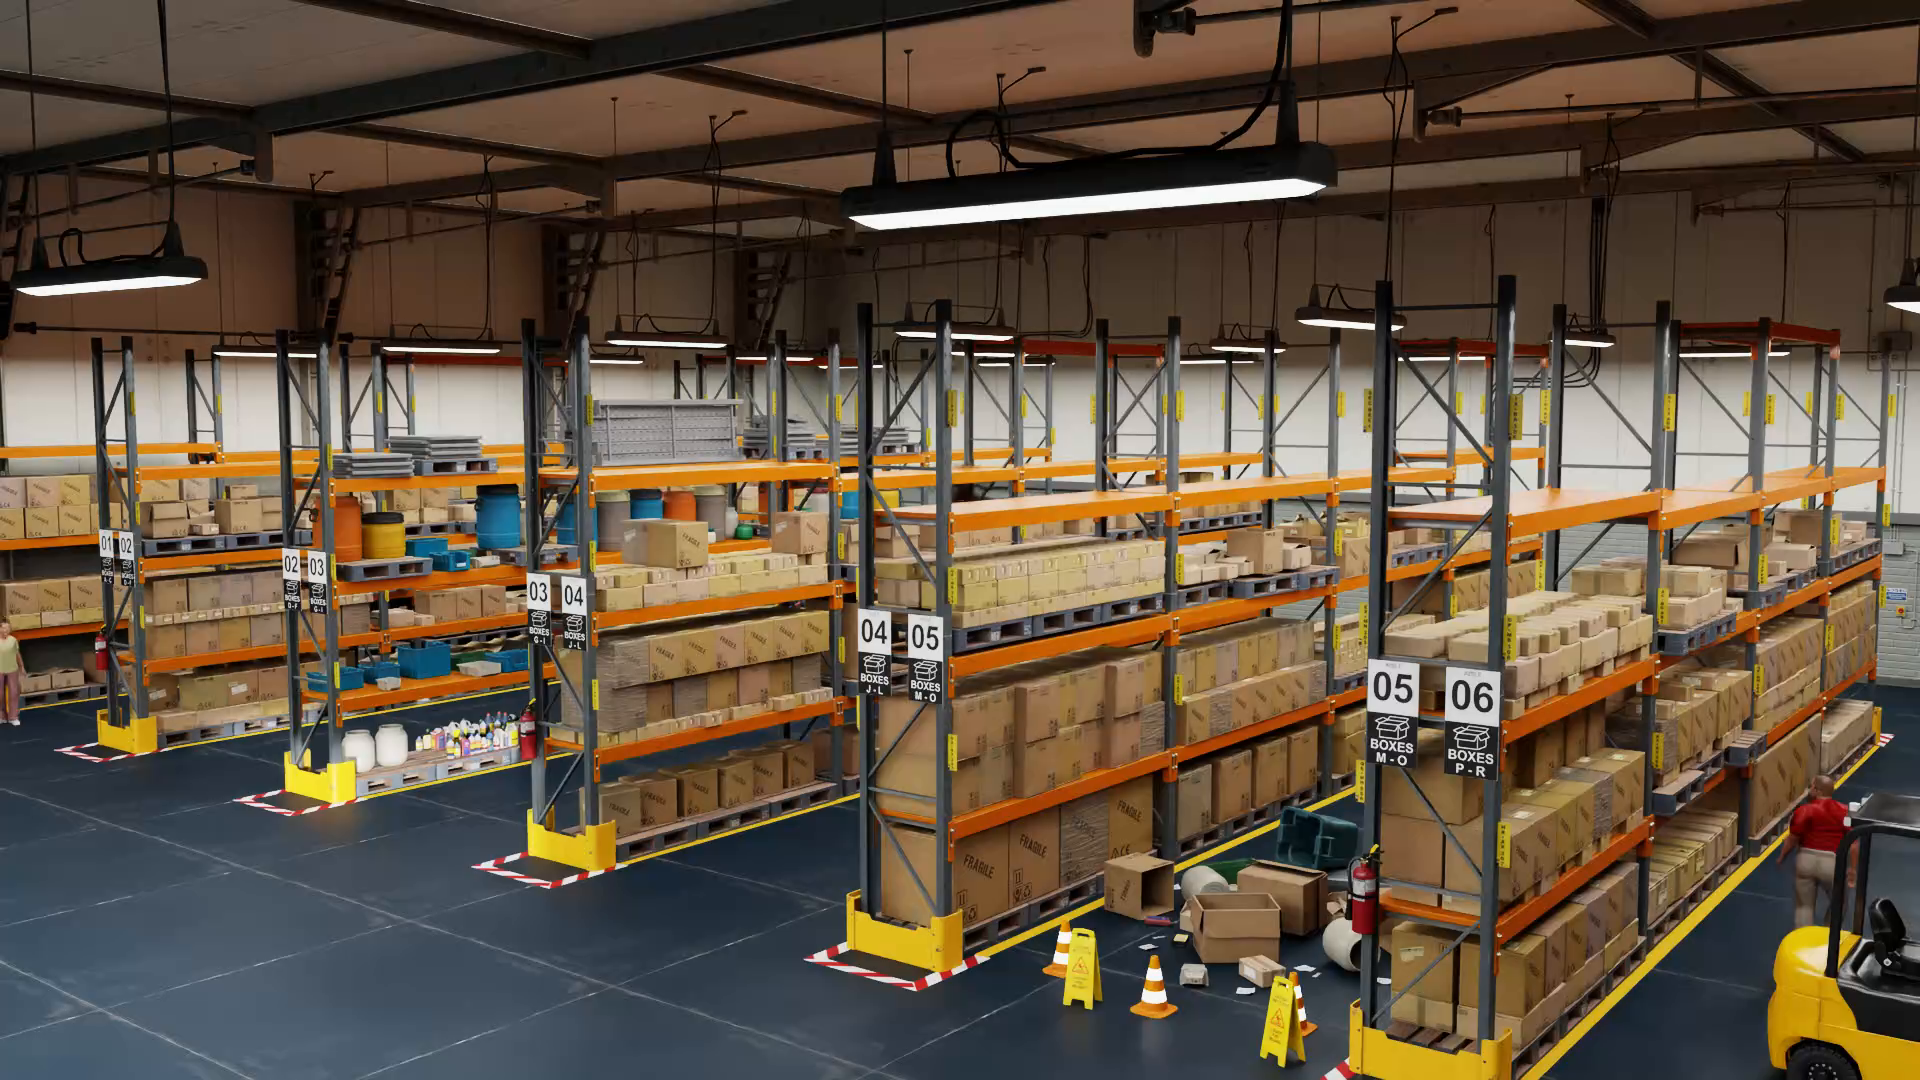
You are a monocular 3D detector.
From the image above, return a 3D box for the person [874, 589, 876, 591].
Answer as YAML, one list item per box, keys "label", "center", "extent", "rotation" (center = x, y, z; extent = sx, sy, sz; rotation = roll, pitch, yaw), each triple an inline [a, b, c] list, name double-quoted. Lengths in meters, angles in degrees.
- label: "person"
  center: [-1.743, 1.403, 34.064]
  extent: [0.464, 1.605, 0.929]
  rotation: [4, 7, 42]

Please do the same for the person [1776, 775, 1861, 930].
- label: "person"
  center: [7.796, 3.006, 15.147]
  extent: [0.702, 1.751, 0.729]
  rotation: [4, 6, 38]

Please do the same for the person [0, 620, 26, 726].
- label: "person"
  center: [-14.956, 2.079, 26.031]
  extent: [0.600, 1.679, 0.388]
  rotation: [-3, 6, -34]
